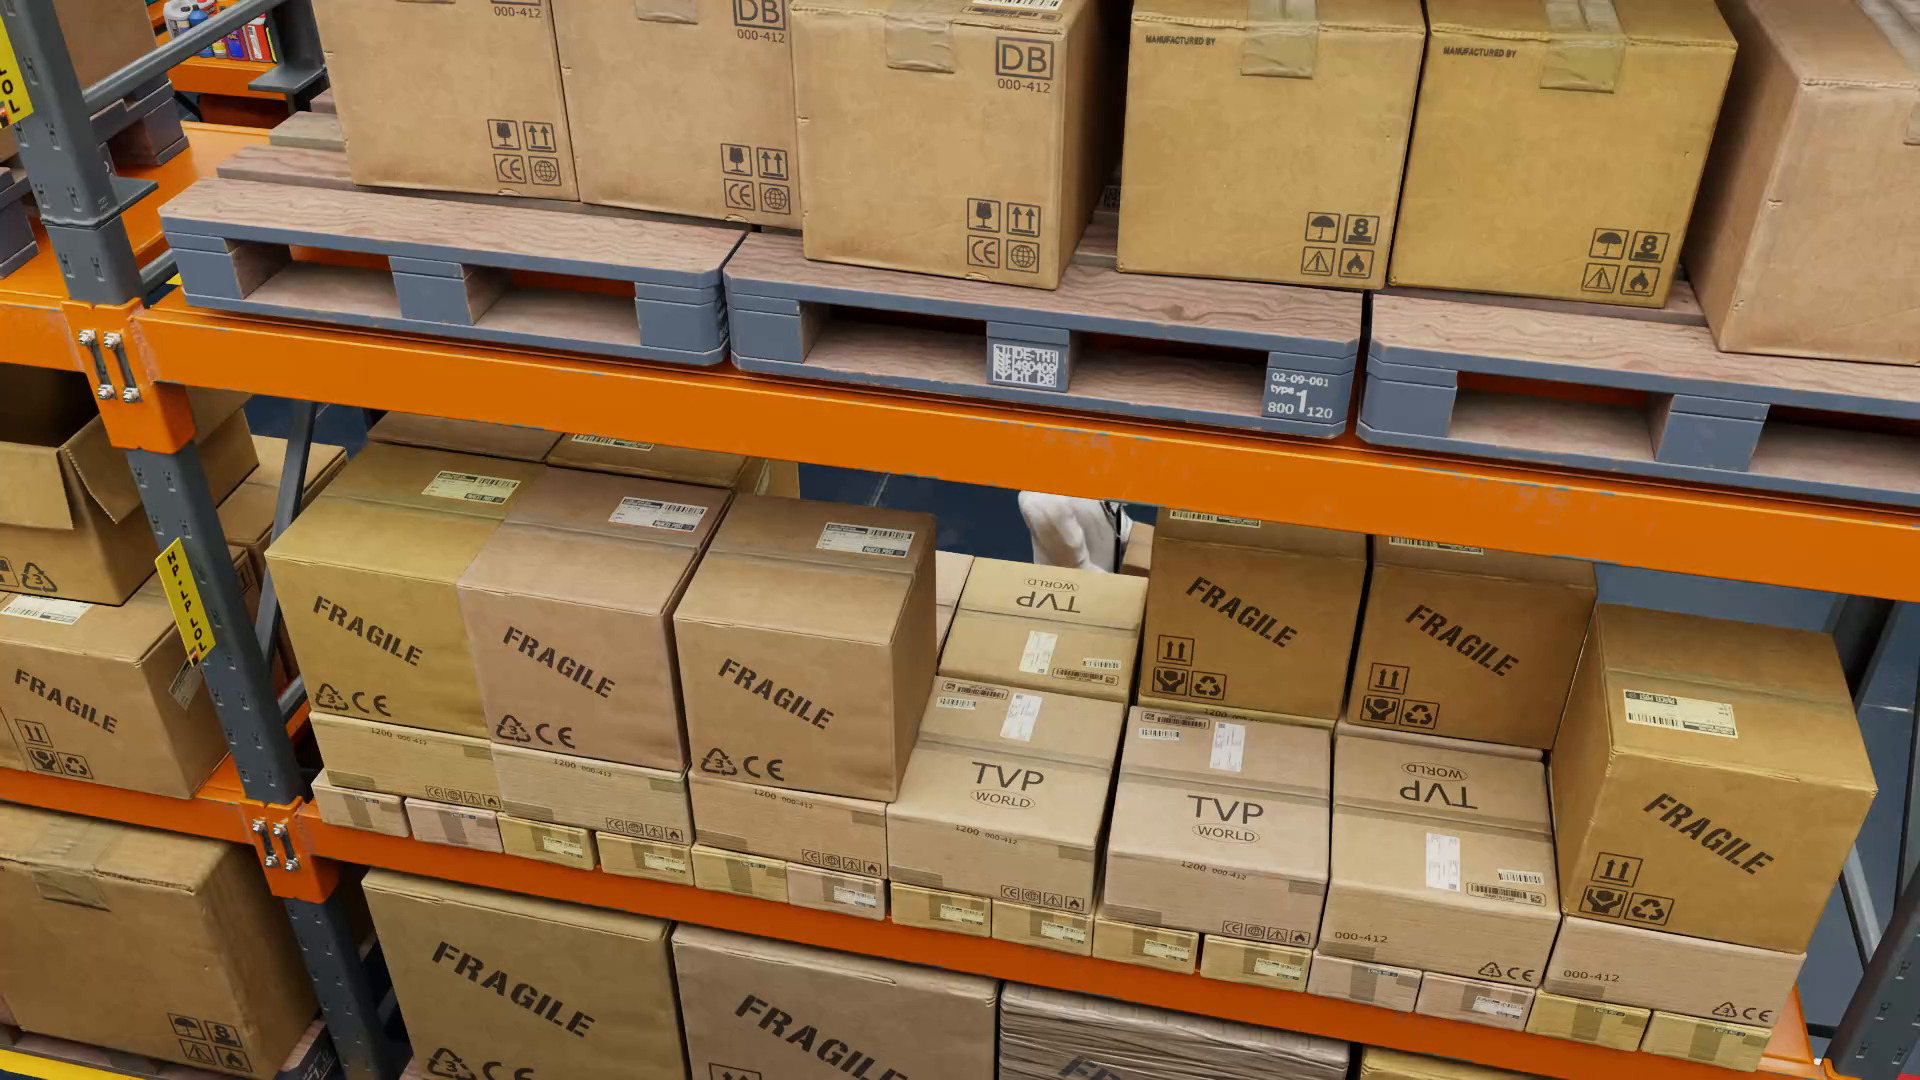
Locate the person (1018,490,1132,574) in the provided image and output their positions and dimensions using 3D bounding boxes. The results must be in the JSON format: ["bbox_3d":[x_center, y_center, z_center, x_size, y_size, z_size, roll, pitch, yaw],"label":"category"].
[{"bbox_3d":[0.495,0.248,5.826,0.555,1.771,0.529,8,37,11],"label":"person"}]
